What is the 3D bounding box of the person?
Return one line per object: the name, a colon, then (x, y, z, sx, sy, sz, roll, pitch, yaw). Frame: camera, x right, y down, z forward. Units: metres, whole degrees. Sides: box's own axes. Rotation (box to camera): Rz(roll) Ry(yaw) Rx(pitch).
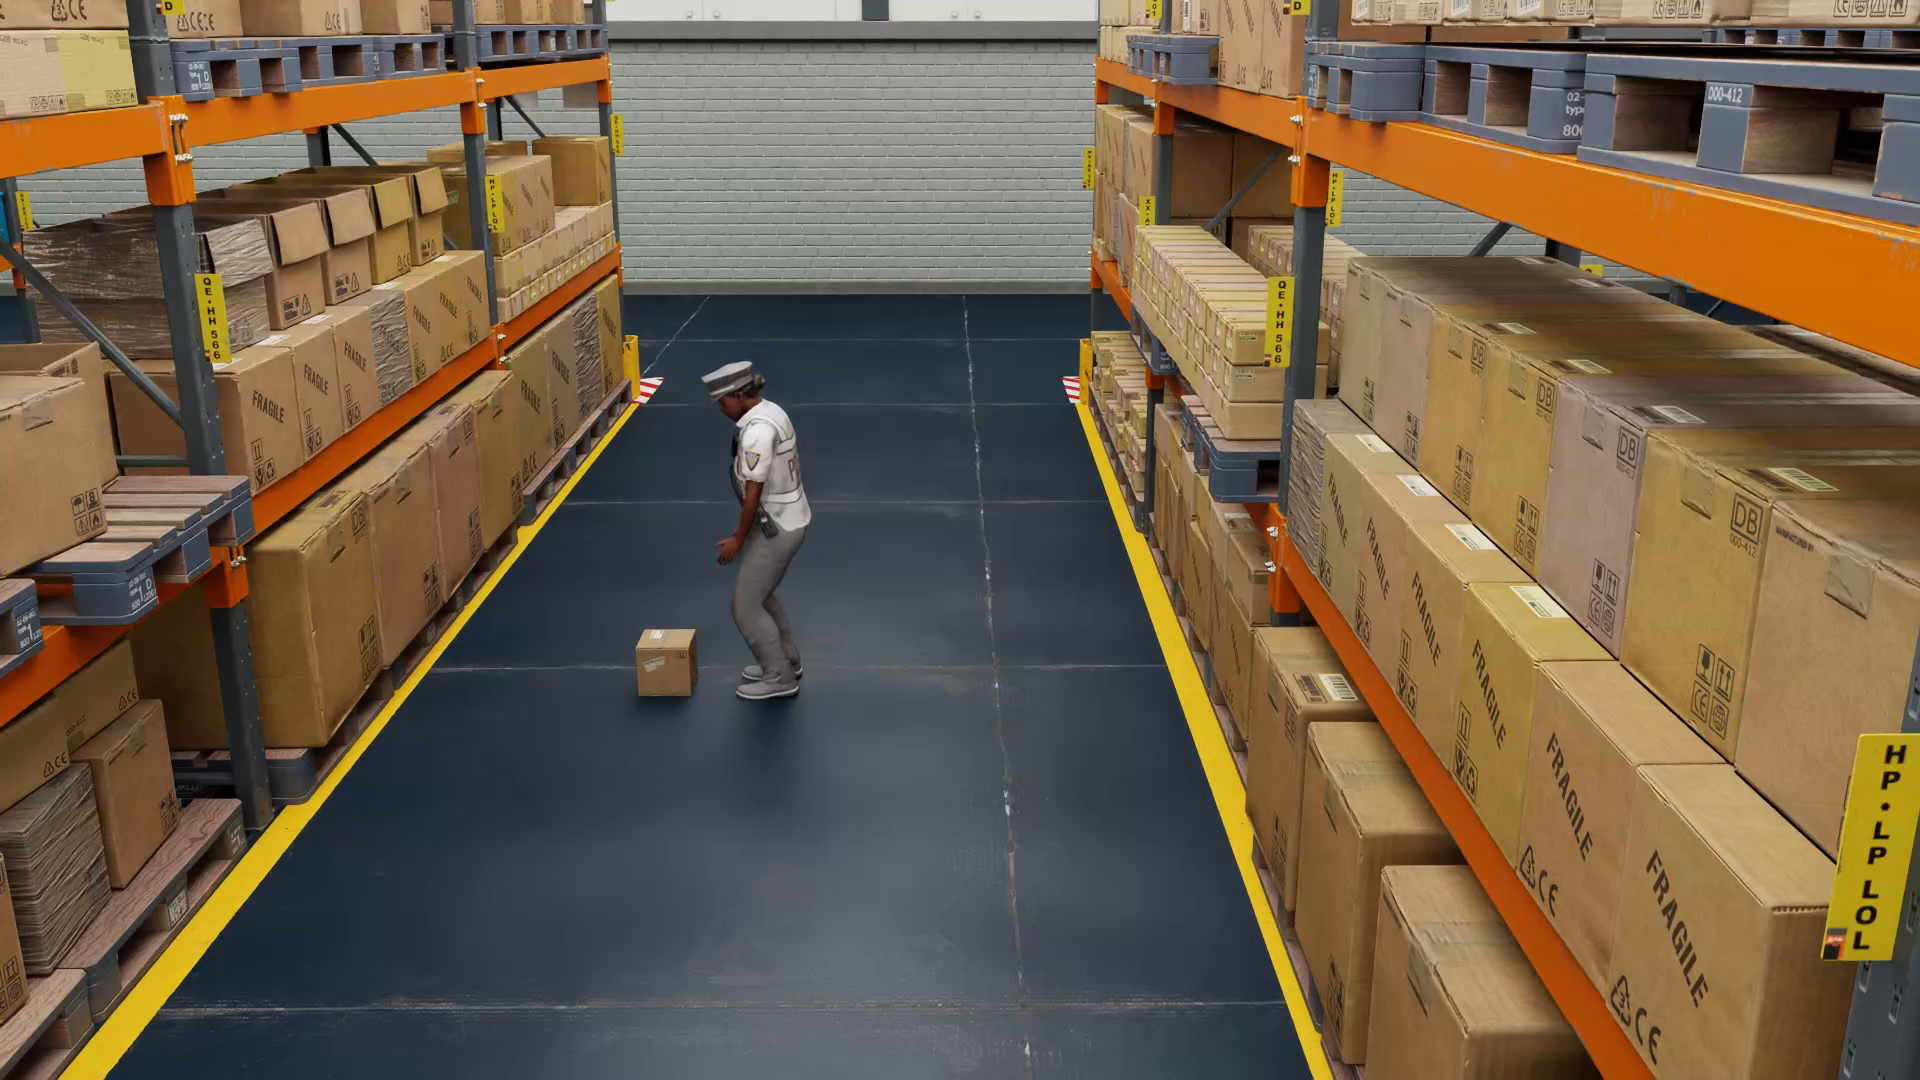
person: (-0.940, -0.041, 7.801, 0.480, 1.604, 0.465, 0, 17, 1)
